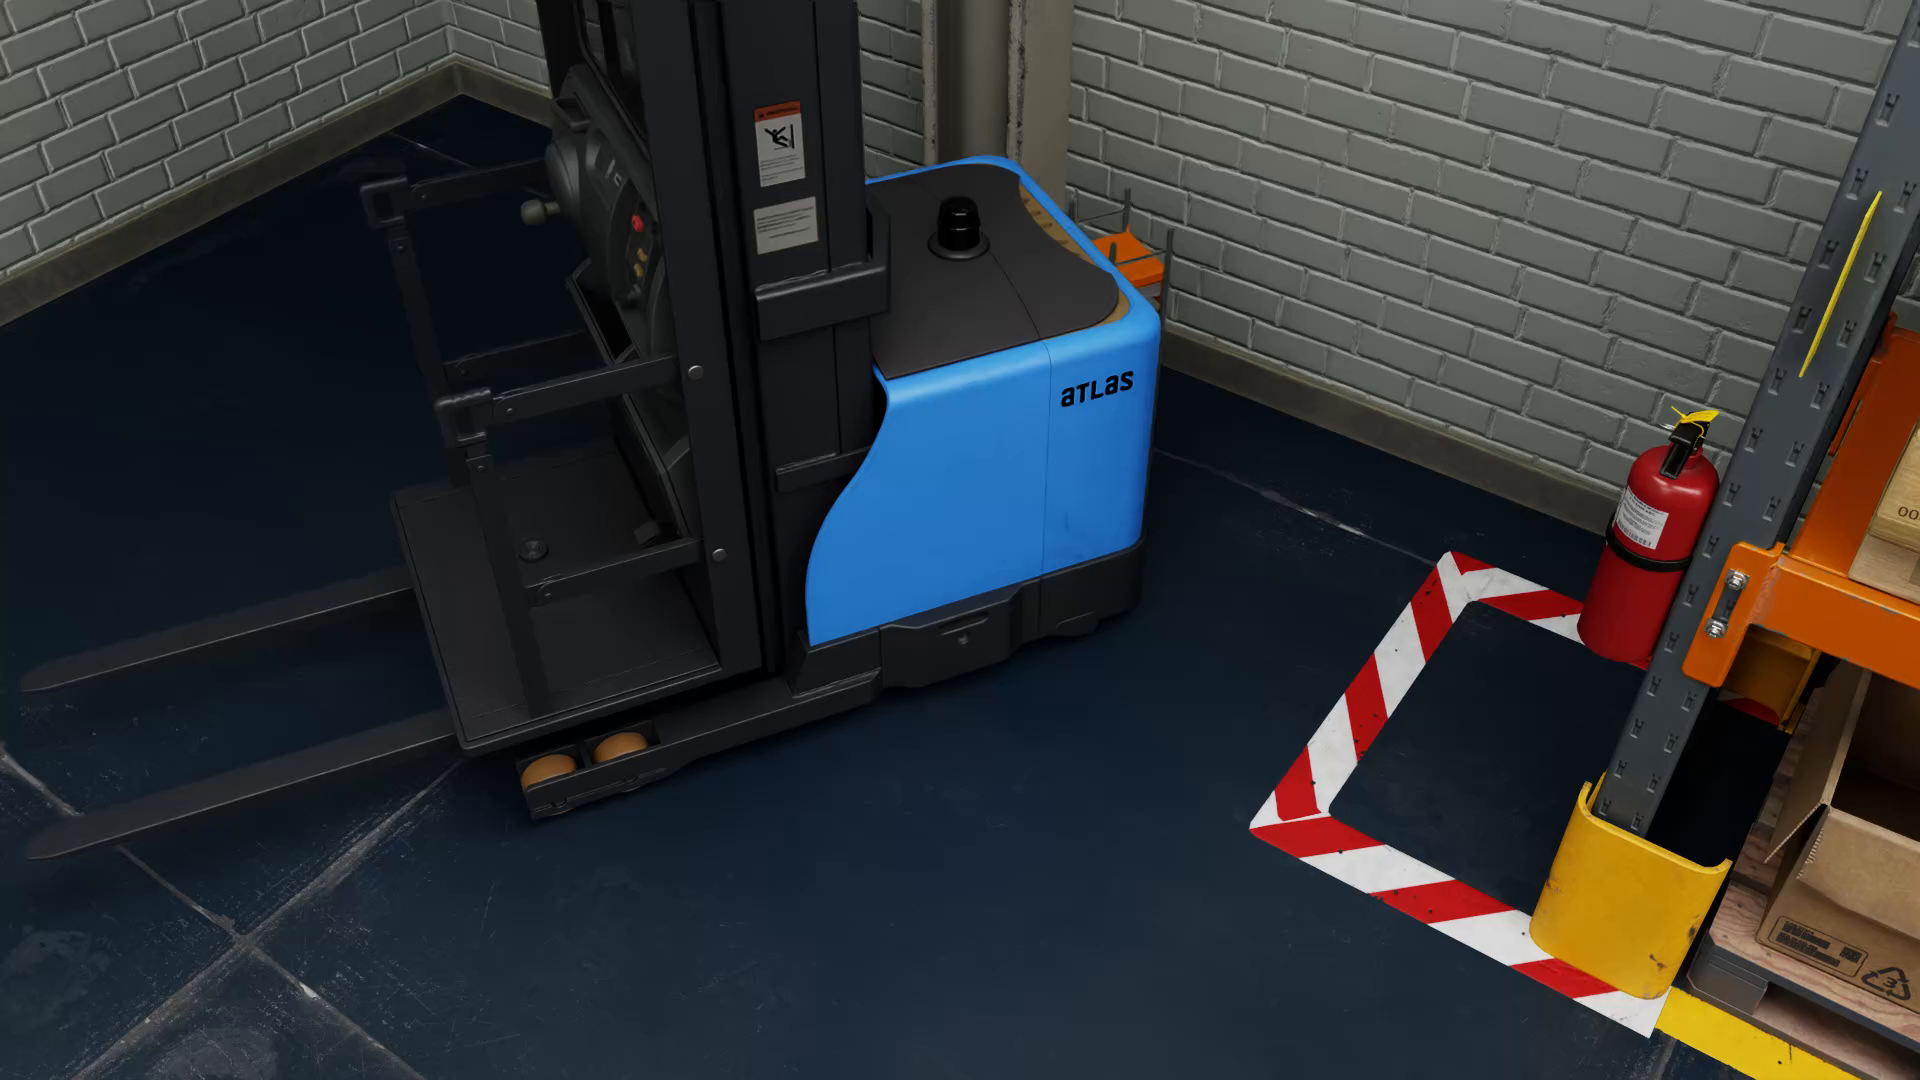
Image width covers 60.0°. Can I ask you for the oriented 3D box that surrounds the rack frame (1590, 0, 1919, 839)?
[{"bbox_3d":[1.810,-0.405,3.454,0.127,3.000,1.000,25,48,25],"label":"rack frame"}]

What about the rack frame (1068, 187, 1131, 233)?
[{"bbox_3d":[0.404,-0.601,5.134,0.200,1.050,0.008,-17,45,-18],"label":"rack frame"}]

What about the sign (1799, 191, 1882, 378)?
[{"bbox_3d":[1.499,-0.432,2.834,0.005,0.325,0.100,25,48,25],"label":"sign"}]

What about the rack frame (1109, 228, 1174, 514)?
[{"bbox_3d":[0.507,-0.453,4.969,0.200,1.050,0.008,-17,45,-18],"label":"rack frame"}]

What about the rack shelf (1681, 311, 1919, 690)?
[{"bbox_3d":[3.448,0.628,2.838,4.000,0.370,1.077,25,48,25],"label":"rack shelf"}]

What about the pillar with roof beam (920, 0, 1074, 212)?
[{"bbox_3d":[-2.352,-1.815,0.530,0.400,9.000,9.100,25,48,25],"label":"pillar with roof beam"}]

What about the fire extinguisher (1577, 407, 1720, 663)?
[{"bbox_3d":[1.425,-0.042,3.385,0.183,0.674,0.296,25,48,25],"label":"fire extinguisher"}]

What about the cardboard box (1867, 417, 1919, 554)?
[{"bbox_3d":[2.027,-0.140,3.046,0.500,0.250,0.500,25,48,26],"label":"cardboard box"}]

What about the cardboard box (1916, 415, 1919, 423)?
[{"bbox_3d":[2.236,-0.331,3.559,0.250,0.149,0.380,25,47,25],"label":"cardboard box"}]

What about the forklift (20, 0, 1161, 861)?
[{"bbox_3d":[-1.023,-0.762,3.904,3.031,2.935,1.130,-17,44,-18],"label":"forklift"}]

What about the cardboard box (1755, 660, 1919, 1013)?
[{"bbox_3d":[2.257,0.654,3.826,0.637,0.503,0.797,23,47,24],"label":"cardboard box"}]

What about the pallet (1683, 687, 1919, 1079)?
[{"bbox_3d":[2.526,0.968,4.010,1.213,0.211,1.003,25,48,25],"label":"pallet"}]

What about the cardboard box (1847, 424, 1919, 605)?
[{"bbox_3d":[1.922,-0.036,3.229,0.250,0.149,0.380,25,47,25],"label":"cardboard box"}]

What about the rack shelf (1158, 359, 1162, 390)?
[{"bbox_3d":[0.455,-0.519,5.058,0.215,0.259,0.240,-17,45,-18],"label":"rack shelf"}]

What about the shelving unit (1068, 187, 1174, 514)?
[{"bbox_3d":[0.455,-0.527,5.051,0.215,1.050,0.252,-17,45,-18],"label":"shelving unit"}]

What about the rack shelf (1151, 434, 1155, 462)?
[{"bbox_3d":[0.455,-0.312,5.244,0.215,0.259,0.240,-17,45,-18],"label":"rack shelf"}]

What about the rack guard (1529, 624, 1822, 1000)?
[{"bbox_3d":[1.873,0.555,4.255,0.348,0.500,1.175,25,48,25],"label":"rack guard"}]

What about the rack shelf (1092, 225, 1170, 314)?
[{"bbox_3d":[0.455,-0.730,4.869,0.215,0.259,0.240,-17,45,-18],"label":"rack shelf"}]
